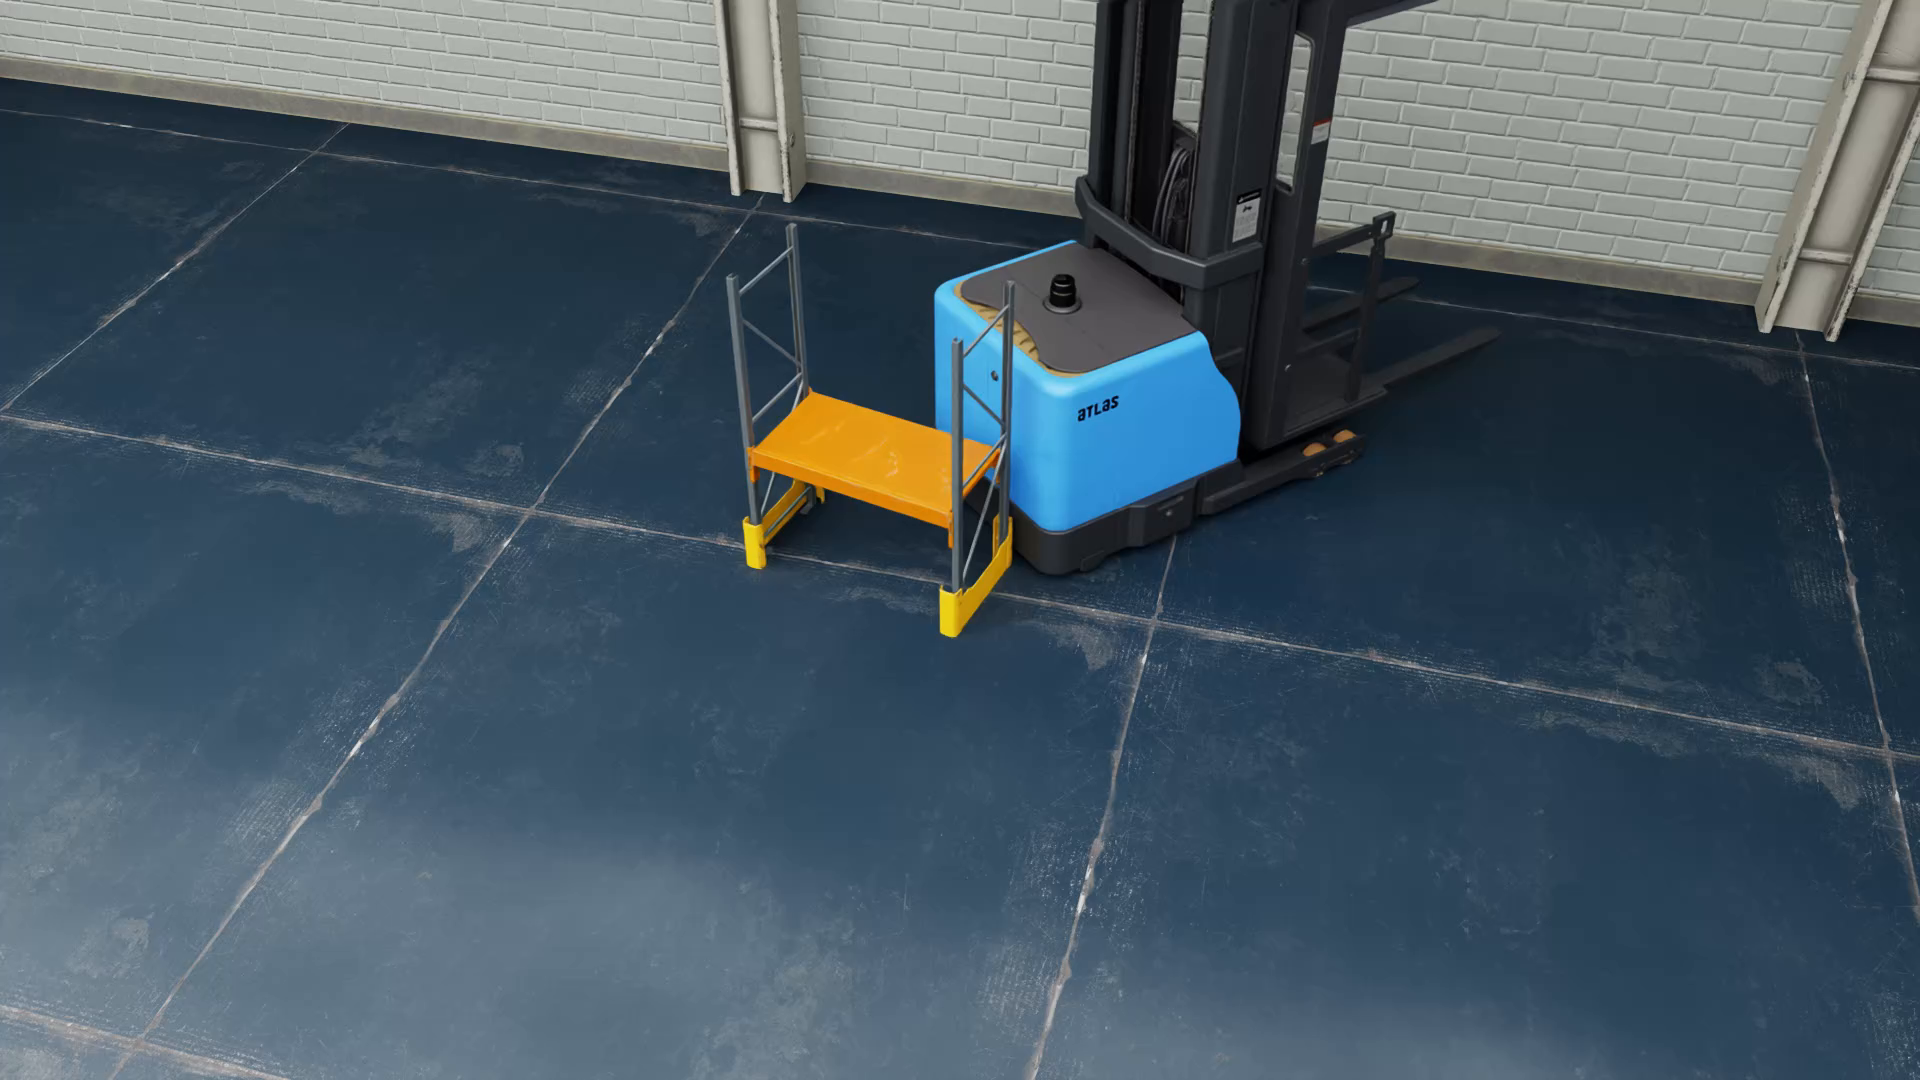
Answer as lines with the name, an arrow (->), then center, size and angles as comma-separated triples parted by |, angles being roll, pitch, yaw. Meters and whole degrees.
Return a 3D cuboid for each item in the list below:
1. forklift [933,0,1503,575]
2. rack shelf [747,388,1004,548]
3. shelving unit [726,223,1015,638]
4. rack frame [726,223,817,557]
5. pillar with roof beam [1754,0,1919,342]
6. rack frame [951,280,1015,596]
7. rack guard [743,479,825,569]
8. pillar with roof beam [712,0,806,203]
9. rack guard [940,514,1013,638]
forklift -> 1.387, -1.694, 7.488 | 3.031, 2.935, 1.130 | -22, 45, -24
rack shelf -> -0.360, -0.329, 7.255 | 1.000, 0.185, 0.538 | 18, 43, 20
shelving unit -> -0.368, -0.470, 7.143 | 1.083, 1.500, 0.587 | 18, 43, 20
rack frame -> -0.812, -0.616, 7.317 | 0.032, 1.500, 0.500 | 18, 43, 20
pillar with roof beam -> 3.498, -1.976, 3.105 | 0.400, 9.000, 9.100 | 10, 41, 11
rack frame -> 0.093, -0.318, 6.963 | 0.032, 1.500, 0.500 | 18, 43, 20
rack guard -> -0.811, -0.137, 7.718 | 0.087, 0.250, 0.587 | 18, 43, 20
pillar with roof beam -> -2.298, -2.973, 4.293 | 0.400, 9.000, 9.100 | 10, 41, 11
rack guard -> 0.076, 0.155, 7.371 | 0.087, 0.250, 0.587 | 18, 43, 20
